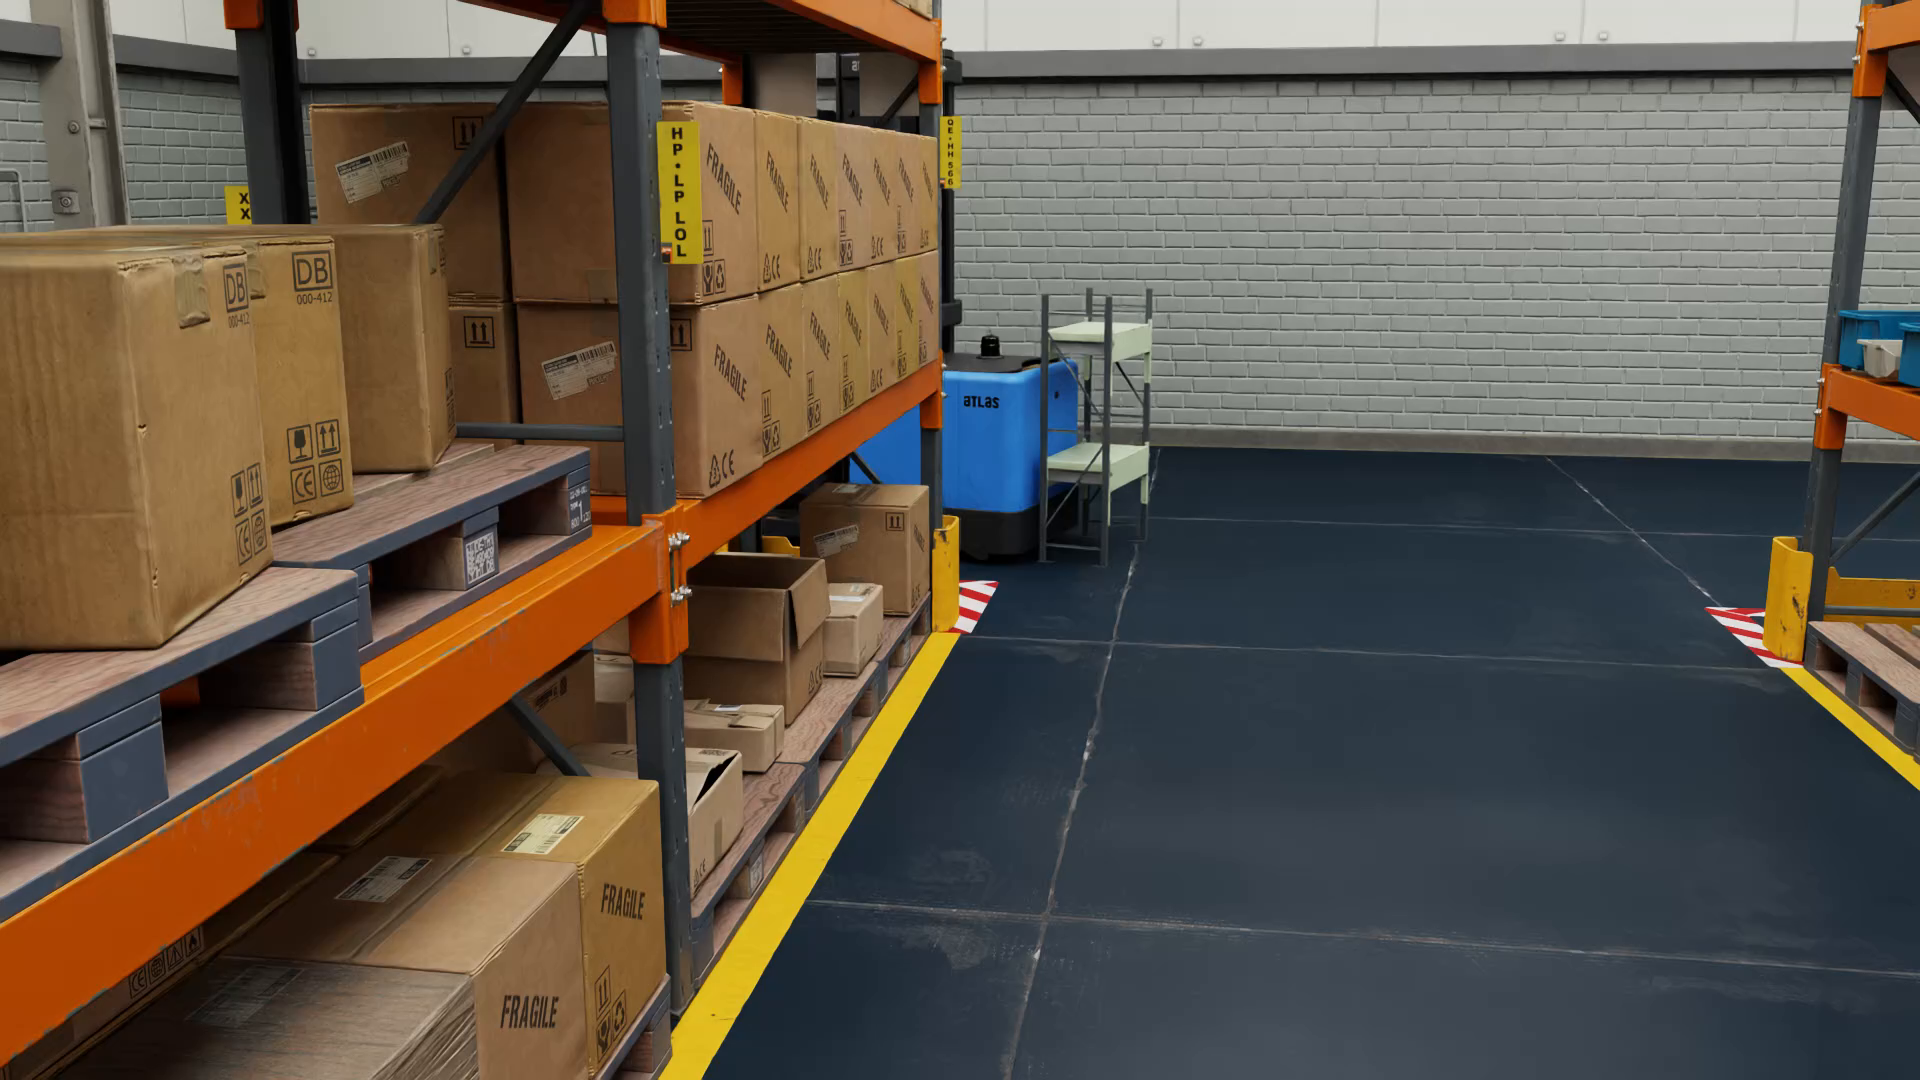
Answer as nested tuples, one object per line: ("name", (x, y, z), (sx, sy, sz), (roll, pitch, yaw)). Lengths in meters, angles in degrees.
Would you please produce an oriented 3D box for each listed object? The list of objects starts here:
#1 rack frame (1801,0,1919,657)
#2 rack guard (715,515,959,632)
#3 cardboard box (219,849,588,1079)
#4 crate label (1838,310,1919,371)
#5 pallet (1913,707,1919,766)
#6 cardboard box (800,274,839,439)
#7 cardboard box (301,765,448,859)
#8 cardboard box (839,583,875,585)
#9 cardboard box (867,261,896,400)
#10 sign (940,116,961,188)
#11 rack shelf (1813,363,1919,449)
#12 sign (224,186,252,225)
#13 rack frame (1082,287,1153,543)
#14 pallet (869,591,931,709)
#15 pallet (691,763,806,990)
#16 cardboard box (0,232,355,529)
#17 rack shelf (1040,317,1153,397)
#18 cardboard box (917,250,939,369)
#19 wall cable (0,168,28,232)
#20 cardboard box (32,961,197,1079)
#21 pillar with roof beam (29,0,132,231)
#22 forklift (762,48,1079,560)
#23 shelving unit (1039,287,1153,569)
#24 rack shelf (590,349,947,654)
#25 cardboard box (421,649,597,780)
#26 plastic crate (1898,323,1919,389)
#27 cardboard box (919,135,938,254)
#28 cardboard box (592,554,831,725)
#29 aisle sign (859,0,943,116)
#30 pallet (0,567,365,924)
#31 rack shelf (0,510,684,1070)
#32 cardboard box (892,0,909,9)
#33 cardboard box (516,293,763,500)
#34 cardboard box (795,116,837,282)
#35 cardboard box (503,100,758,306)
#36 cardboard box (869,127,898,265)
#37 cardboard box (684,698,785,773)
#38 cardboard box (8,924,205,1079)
("rack frame", (4.306, -0.934, 7.207), (1.000, 3.000, 0.127), (2, 12, 9))
("rack guard", (-0.600, 0.143, 8.145), (1.175, 0.500, 0.348), (2, 12, 9))
("cardboard box", (-1.080, 0.959, 3.313), (0.500, 0.500, 0.500), (2, 12, 9))
("crate label", (3.942, -0.841, 7.029), (0.416, 0.233, 0.303), (2, 12, 9))
("pallet", (3.950, 0.853, 5.535), (1.003, 0.211, 1.213), (2, 12, 9))
("cardboard box", (-0.701, -0.619, 5.510), (0.500, 0.500, 0.500), (2, 12, 8))
("cardboard box", (-1.519, 0.837, 3.878), (0.500, 0.500, 0.500), (1, 12, 6))
("cardboard box", (-0.580, 0.277, 7.268), (0.380, 0.166, 0.250), (2, 12, 9))
("cardboard box", (-0.547, -0.830, 6.489), (0.500, 0.500, 0.500), (2, 12, 9))
("sign", (-0.043, -1.794, 7.697), (0.100, 0.325, 0.005), (2, 12, 9))
("rack shelf", (3.998, -0.166, 5.351), (1.077, 0.370, 4.000), (2, 12, 9))
("sign", (-1.741, -0.702, 4.075), (0.100, 0.325, 0.005), (2, 12, 9))
("rack frame", (0.928, -0.734, 9.838), (0.400, 1.500, 0.023), (5, 13, 23))
("pallet", (-0.722, 0.450, 7.406), (1.003, 0.211, 1.213), (2, 12, 9))
("pallet", (-1.097, 0.958, 5.049), (1.003, 0.211, 1.213), (2, 12, 9))
("cardboard box", (-1.540, -0.280, 2.939), (0.700, 0.500, 0.500), (4, 13, 18))
("rack shelf", (0.781, -1.045, 9.428), (0.431, 0.370, 0.720), (5, 13, 23))
("cardboard box", (-0.388, -1.042, 7.471), (0.500, 0.500, 0.500), (2, 12, 10))
("wall cable", (-6.221, -2.049, 9.969), (0.084, 1.984, 1.851), (2, 12, 9))
("cardboard box", (-1.674, 1.052, 2.880), (0.500, 0.500, 0.500), (2, 12, 9))
("pillar with roof beam", (-1.669, -4.638, 10.155), (9.100, 9.000, 0.400), (2, 12, 9))
("forklift", (-0.843, -1.503, 10.010), (3.031, 2.935, 1.130), (5, 13, 24))
("shelving unit", (0.781, -0.663, 9.510), (0.431, 1.500, 0.755), (5, 13, 23))
("rack shelf", (-0.896, -0.327, 6.099), (1.077, 0.370, 4.000), (2, 12, 9))
("cardboard box", (-1.396, 0.617, 4.902), (0.500, 0.500, 0.500), (2, 12, 9))
("plastic crate", (3.841, -0.704, 6.394), (0.416, 0.233, 0.300), (2, 12, 9))
("cardboard box", (-0.385, -1.531, 7.368), (0.500, 0.500, 0.500), (2, 12, 8))
("cardboard box", (-0.920, 0.351, 6.124), (0.797, 0.503, 0.637), (2, 12, 9))
("aisle sign", (-0.275, -2.370, 7.701), (0.394, 0.787, 0.004), (2, 12, 9))
("pallet", (-1.524, 0.259, 2.127), (1.003, 0.211, 1.213), (2, 12, 9))
("rack shelf", (-1.511, 0.505, 2.236), (1.077, 0.370, 4.000), (2, 12, 9))
("cardboard box", (-0.494, -2.269, 6.638), (0.500, 0.250, 0.500), (2, 12, 9))
("cardboard box", (-0.856, -0.409, 4.533), (0.500, 0.500, 0.500), (2, 12, 10))
("cardboard box", (-0.695, -1.104, 5.384), (0.500, 0.500, 0.500), (2, 12, 7))
("cardboard box", (-0.853, -0.889, 4.389), (0.500, 0.500, 0.500), (2, 12, 10))
("cardboard box", (-0.537, -1.318, 6.379), (0.500, 0.500, 0.500), (2, 12, 10))
("cardboard box", (-0.802, 0.647, 5.554), (0.380, 0.166, 0.250), (2, 12, 9))
("cardboard box", (-1.672, 0.679, 2.833), (0.500, 0.250, 0.500), (2, 12, 9))
